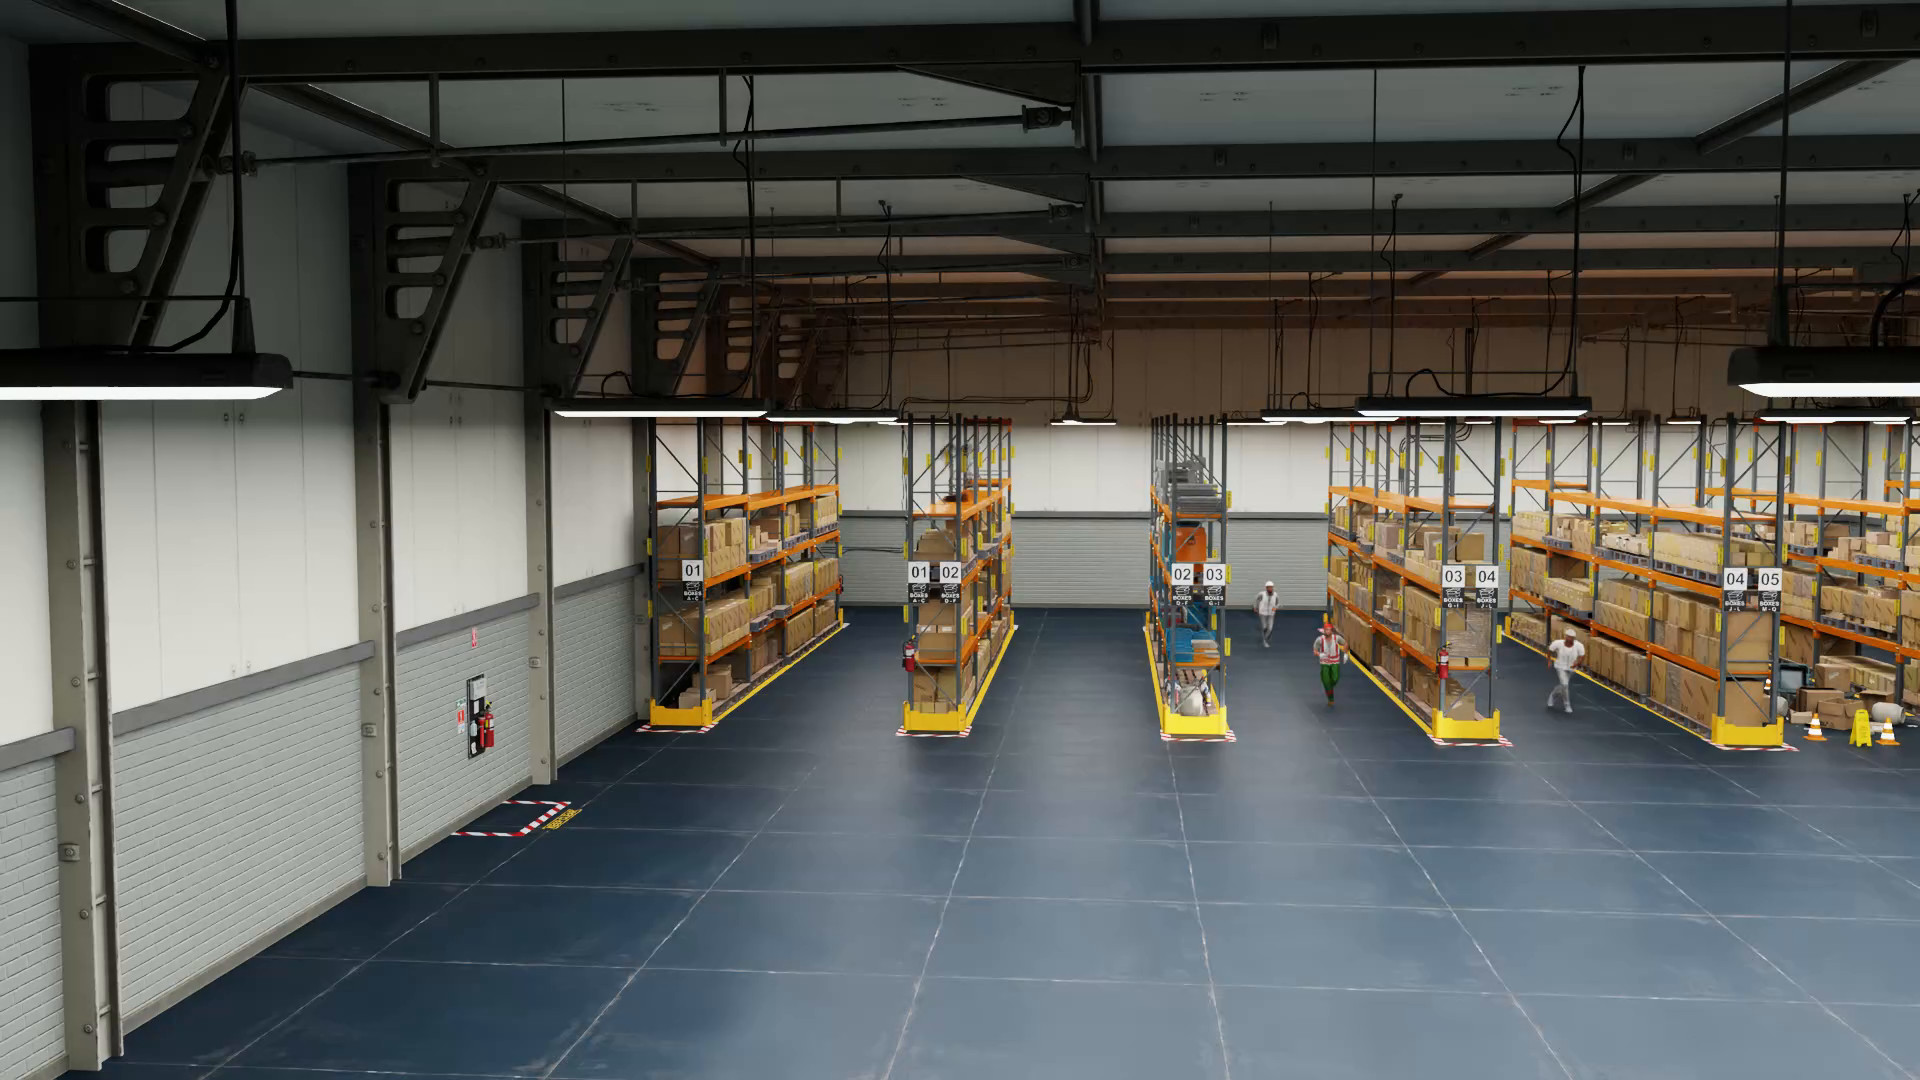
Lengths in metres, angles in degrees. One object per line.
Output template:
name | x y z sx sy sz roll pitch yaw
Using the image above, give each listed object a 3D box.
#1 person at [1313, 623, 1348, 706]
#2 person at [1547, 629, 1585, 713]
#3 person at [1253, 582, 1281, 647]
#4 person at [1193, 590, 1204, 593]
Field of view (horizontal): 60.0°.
person | 7.606 2.562 34.129 0.709 1.729 0.645 1 4 9
person | 12.267 2.622 33.782 0.725 1.708 0.880 0 4 0
person | 8.060 1.944 43.623 0.694 1.728 0.671 0 4 3
person | 6.862 1.701 47.775 0.603 1.675 0.638 3 5 35
